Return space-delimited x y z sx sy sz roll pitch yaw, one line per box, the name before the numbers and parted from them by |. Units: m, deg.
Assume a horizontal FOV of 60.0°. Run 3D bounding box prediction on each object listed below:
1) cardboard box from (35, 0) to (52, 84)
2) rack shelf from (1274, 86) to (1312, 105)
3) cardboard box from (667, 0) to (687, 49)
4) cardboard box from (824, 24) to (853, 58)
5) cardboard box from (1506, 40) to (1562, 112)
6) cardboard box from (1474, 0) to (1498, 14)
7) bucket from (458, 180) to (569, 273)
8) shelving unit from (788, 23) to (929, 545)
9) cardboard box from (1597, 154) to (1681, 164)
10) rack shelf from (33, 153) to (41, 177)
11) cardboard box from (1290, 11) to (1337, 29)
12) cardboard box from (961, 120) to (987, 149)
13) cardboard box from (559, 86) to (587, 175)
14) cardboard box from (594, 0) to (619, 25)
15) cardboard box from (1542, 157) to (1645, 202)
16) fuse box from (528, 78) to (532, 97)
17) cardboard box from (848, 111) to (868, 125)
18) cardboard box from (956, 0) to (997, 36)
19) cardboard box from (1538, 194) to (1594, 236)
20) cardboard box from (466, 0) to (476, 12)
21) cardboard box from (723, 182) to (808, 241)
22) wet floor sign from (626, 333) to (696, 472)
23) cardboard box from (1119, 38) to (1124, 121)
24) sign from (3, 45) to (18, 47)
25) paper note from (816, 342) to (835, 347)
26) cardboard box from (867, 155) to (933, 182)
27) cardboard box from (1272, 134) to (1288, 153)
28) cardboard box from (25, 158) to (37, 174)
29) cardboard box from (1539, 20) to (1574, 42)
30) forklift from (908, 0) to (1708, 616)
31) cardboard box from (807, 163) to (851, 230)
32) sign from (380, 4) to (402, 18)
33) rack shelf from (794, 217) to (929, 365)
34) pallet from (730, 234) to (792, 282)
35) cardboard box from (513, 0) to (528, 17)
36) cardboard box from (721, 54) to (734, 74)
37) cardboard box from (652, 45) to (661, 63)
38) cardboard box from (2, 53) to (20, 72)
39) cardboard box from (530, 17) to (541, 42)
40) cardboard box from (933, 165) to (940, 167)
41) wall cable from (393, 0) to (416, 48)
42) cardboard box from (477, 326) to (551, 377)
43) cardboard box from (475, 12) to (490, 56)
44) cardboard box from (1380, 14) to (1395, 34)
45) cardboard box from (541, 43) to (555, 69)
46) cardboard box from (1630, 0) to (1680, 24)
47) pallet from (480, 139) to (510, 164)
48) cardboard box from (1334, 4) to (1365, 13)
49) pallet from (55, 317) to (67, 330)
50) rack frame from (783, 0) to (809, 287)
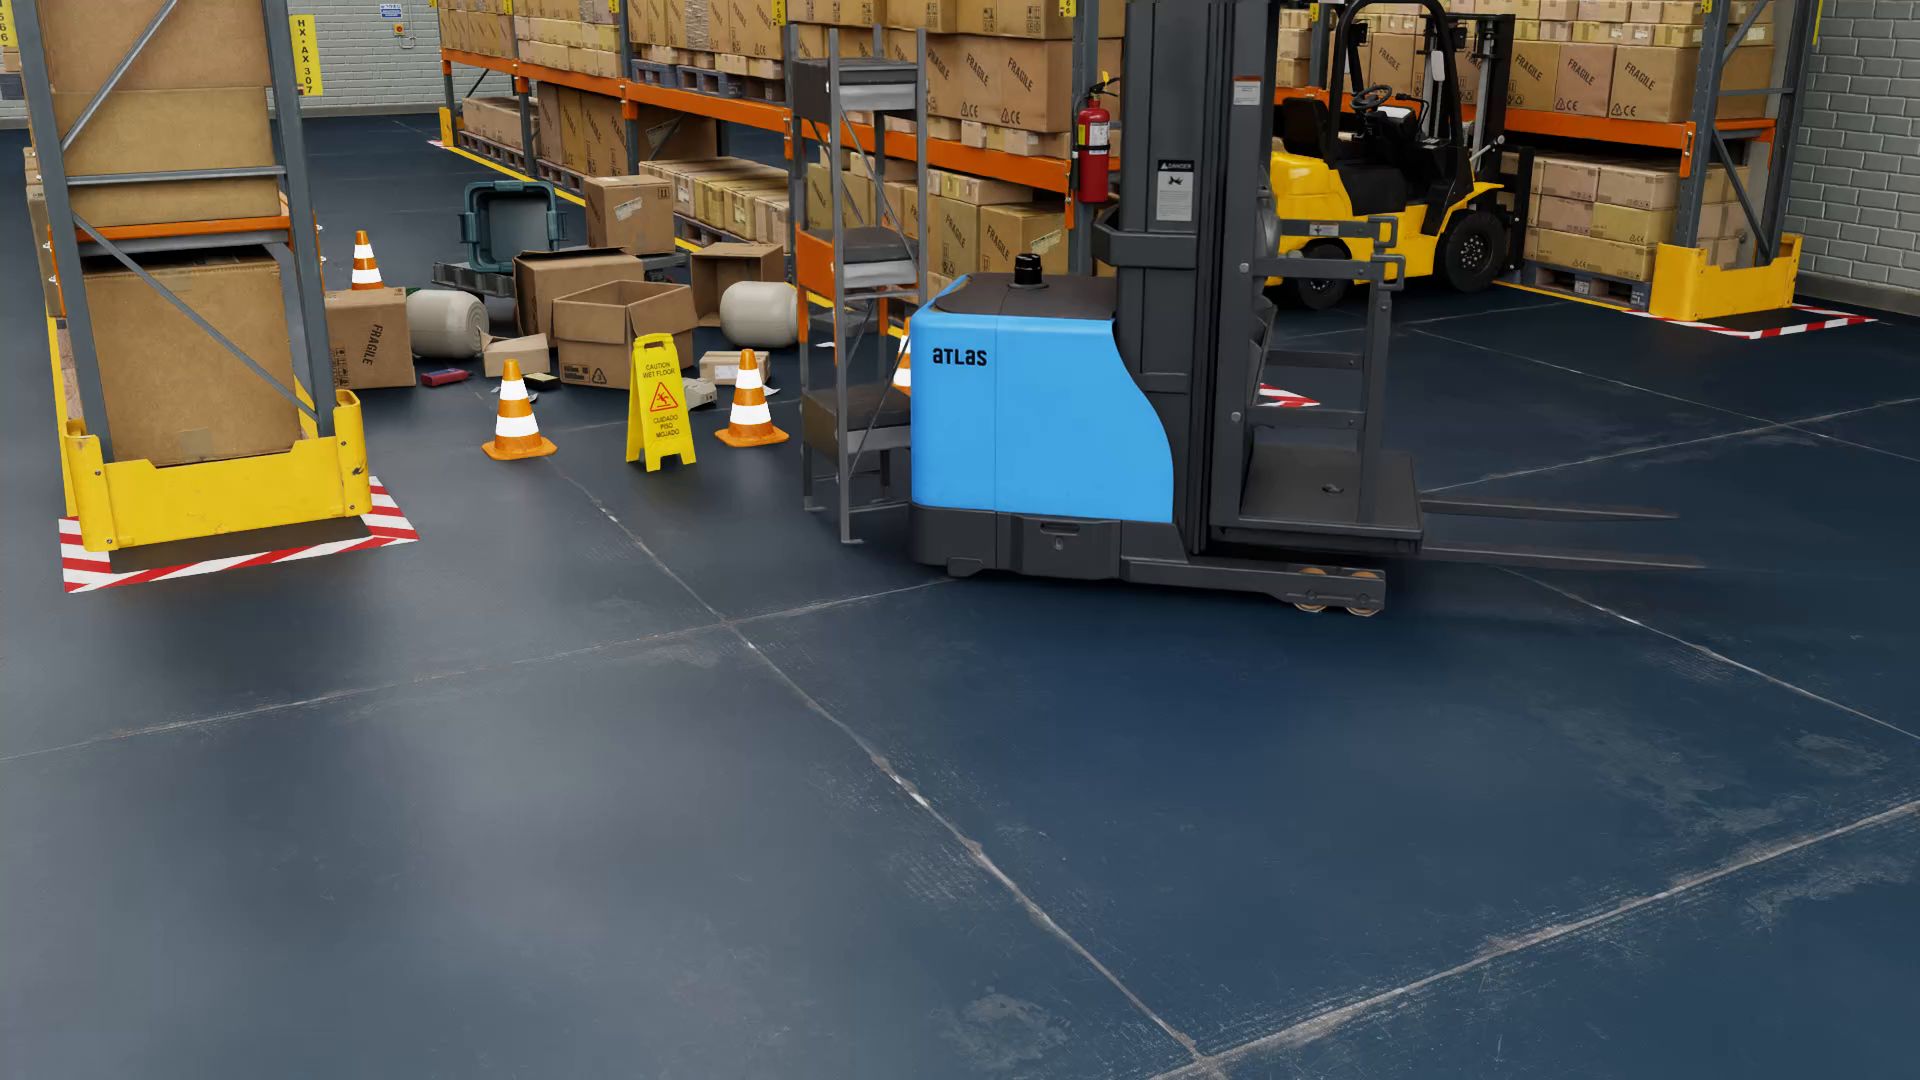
cardboard box | -3.725 -2.344 7.440 0.875 0.550 0.550 -10 21 -27
rack shelf | 2.585 -4.455 16.545 1.077 0.370 4.000 -10 21 -27
cardboard box | -2.210 -4.520 14.379 0.500 0.500 0.500 -10 21 -26
cardboard box | -0.610 -3.328 11.569 0.500 0.500 0.500 -10 21 -27
cardboard box | 4.487 -3.517 12.573 0.500 0.500 0.500 -10 22 -28
cardboard box | 4.240 -4.151 12.959 0.380 0.149 0.250 -10 21 -26
bucket | -3.047 -2.144 11.434 0.726 0.611 0.620 -3 9 -8
shelving unit | -0.418 -1.074 7.025 0.431 2.100 0.503 -8 21 -22
cardboard box | 5.132 -2.754 12.552 0.500 0.250 0.500 -10 21 -27
rack shelf | -6.090 -2.889 12.008 1.077 0.370 4.000 -10 21 -27
cardboard box | 3.177 -4.638 14.826 0.380 0.149 0.250 -9 21 -25
cardboard box | 0.232 -2.459 10.045 0.380 0.149 0.250 -10 21 -26
cardboard box | -3.830 -4.517 18.238 0.875 0.875 0.875 -9 21 -25
cardboard box | -3.207 -5.227 15.994 0.500 0.500 0.500 -11 22 -28
cardboard box | 4.693 -2.673 12.318 0.500 0.250 0.500 -10 21 -26
fuse box | -7.311 -8.185 28.228 0.539 1.711 0.414 -10 21 -27
cardboard box | -0.559 -2.979 11.552 0.380 0.149 0.250 -9 21 -25
cardboard box | 0.399 -3.222 9.728 0.700 0.500 0.500 -10 21 -26
cardboard box | 4.699 -2.444 12.421 0.500 0.250 0.500 -10 22 -27
cardboard box | -5.813 -6.796 20.543 0.500 0.500 0.500 -10 21 -26
cardboard box | -1.428 -2.763 13.924 0.950 0.372 0.625 -9 21 -23
wet floor sign | -1.485 -0.692 8.147 0.267 0.644 0.232 -14 24 -36
cardboard box | 1.087 -2.669 9.659 0.500 0.500 0.500 -10 22 -27
sign | -5.613 -3.078 9.799 0.100 0.325 0.005 -10 21 -27
paper note | -0.838 -1.271 10.769 0.148 0.019 0.142 16 25 39
cardboard box | -0.407 -2.530 11.292 0.380 0.149 0.250 -9 21 -24
cardboard box | 3.277 -3.444 15.512 0.875 0.625 0.625 -9 21 -24
cardboard box | -6.412 -2.499 12.580 1.050 0.750 0.750 -10 21 -26
cardboard box | 4.530 -3.777 12.331 0.380 0.149 0.250 -11 22 -28
forklift | 1.364 -1.287 6.367 3.031 2.935 1.130 4 19 12
cardboard box | -0.789 -2.493 12.178 0.500 0.500 0.500 -9 21 -24
sign | -9.300 -8.648 27.181 0.327 0.218 0.001 -10 21 -27
rack shelf | -0.418 -1.061 7.029 0.431 0.518 0.480 -8 21 -22
pallet | -1.203 -2.356 13.634 1.003 0.211 1.213 -10 21 -27
cardboard box | -4.675 -6.096 18.513 0.500 0.500 0.500 -10 21 -26
cardboard box | -1.707 -3.855 13.445 0.380 0.149 0.250 -10 21 -26
cardboard box | -2.547 -4.384 14.980 0.380 0.149 0.250 -12 22 -30
cardboard box | -7.679 -3.953 13.731 0.380 0.149 0.250 -10 21 -26
cardboard box | -4.398 -5.597 18.217 0.500 0.250 0.500 -10 21 -26
cardboard box | -0.072 -2.430 11.996 0.500 0.500 0.500 -10 21 -26
wall cable | -9.228 -9.005 27.025 0.585 1.953 0.123 -10 21 -27
cardboard box | -2.703 -1.154 10.069 0.396 0.266 0.258 -6 20 -17
cardboard box | -5.577 -6.177 20.280 0.500 0.500 0.500 -10 22 -27
cardboard box | 3.727 -4.298 13.839 0.380 0.149 0.250 -10 21 -27
cardboard box | -4.178 -5.211 17.864 0.500 0.250 0.500 -10 21 -27
cardboard box | 4.934 -3.703 11.660 0.380 0.149 0.250 -10 21 -27
pallet | -5.506 -5.010 21.327 1.003 0.211 1.213 -10 21 -27
cardboard box | 3.425 -4.577 14.195 0.380 0.149 0.250 -10 21 -26
pallet | -5.573 -1.546 11.289 1.003 0.211 1.213 -10 21 -27
rack frame | -0.832 -3.451 12.532 1.000 3.000 0.127 -10 21 -27
